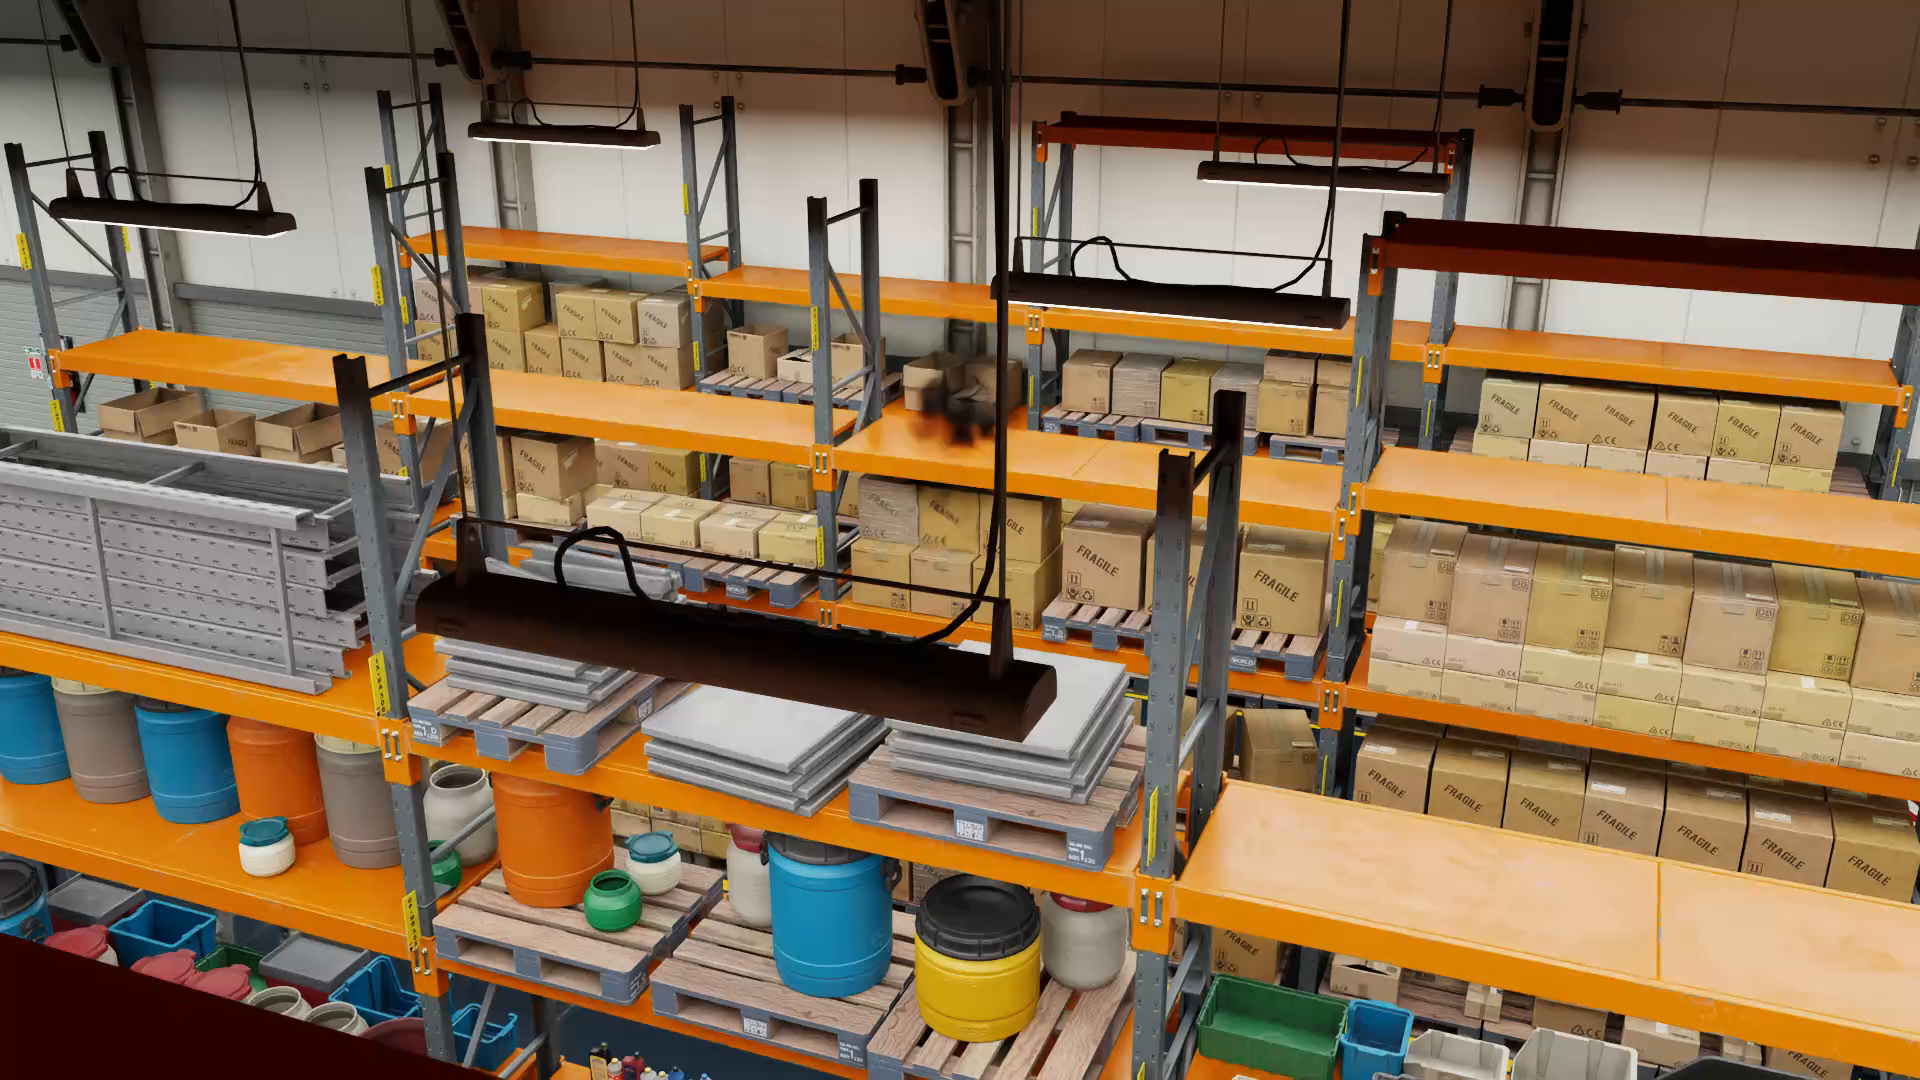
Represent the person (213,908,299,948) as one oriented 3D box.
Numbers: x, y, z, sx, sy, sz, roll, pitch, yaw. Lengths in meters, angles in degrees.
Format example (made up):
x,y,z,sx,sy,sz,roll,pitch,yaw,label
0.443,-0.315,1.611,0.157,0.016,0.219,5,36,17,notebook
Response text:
x,y,z,sx,sy,sz,roll,pitch,yaw,label
-5.739,2.608,13.234,0.837,1.610,0.558,3,21,7,person
